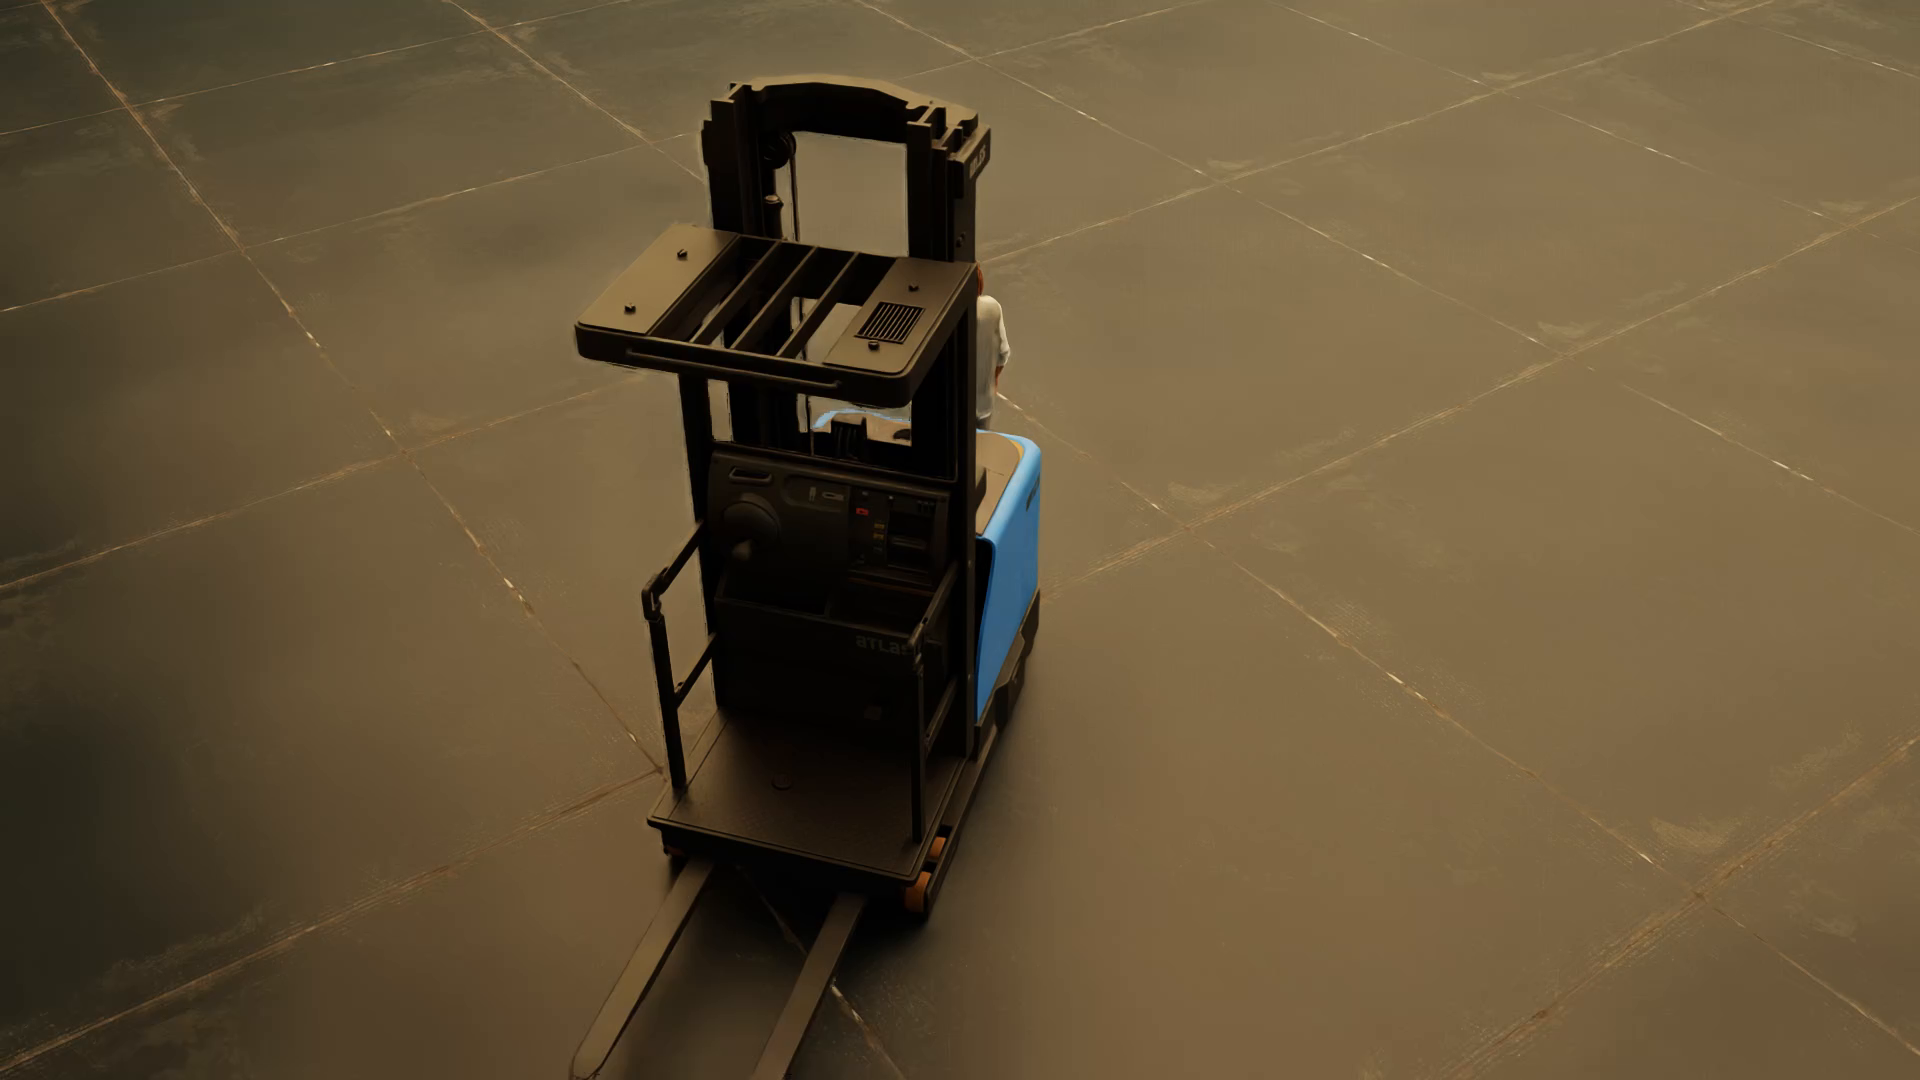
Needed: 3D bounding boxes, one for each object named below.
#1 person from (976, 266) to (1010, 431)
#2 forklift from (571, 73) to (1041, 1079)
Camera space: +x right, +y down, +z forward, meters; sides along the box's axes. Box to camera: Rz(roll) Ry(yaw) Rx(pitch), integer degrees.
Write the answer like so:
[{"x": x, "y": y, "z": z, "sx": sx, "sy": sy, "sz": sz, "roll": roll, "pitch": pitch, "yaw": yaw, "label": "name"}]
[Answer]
[{"x": -0.031, "y": -0.689, "z": 7.986, "sx": 0.520, "sy": 1.597, "sz": 0.475, "roll": -23, "pitch": 42, "yaw": -28, "label": "person"}, {"x": -0.550, "y": 0.000, "z": 5.944, "sx": 1.130, "sy": 2.935, "sz": 3.031, "roll": 10, "pitch": 38, "yaw": 14, "label": "forklift"}]
